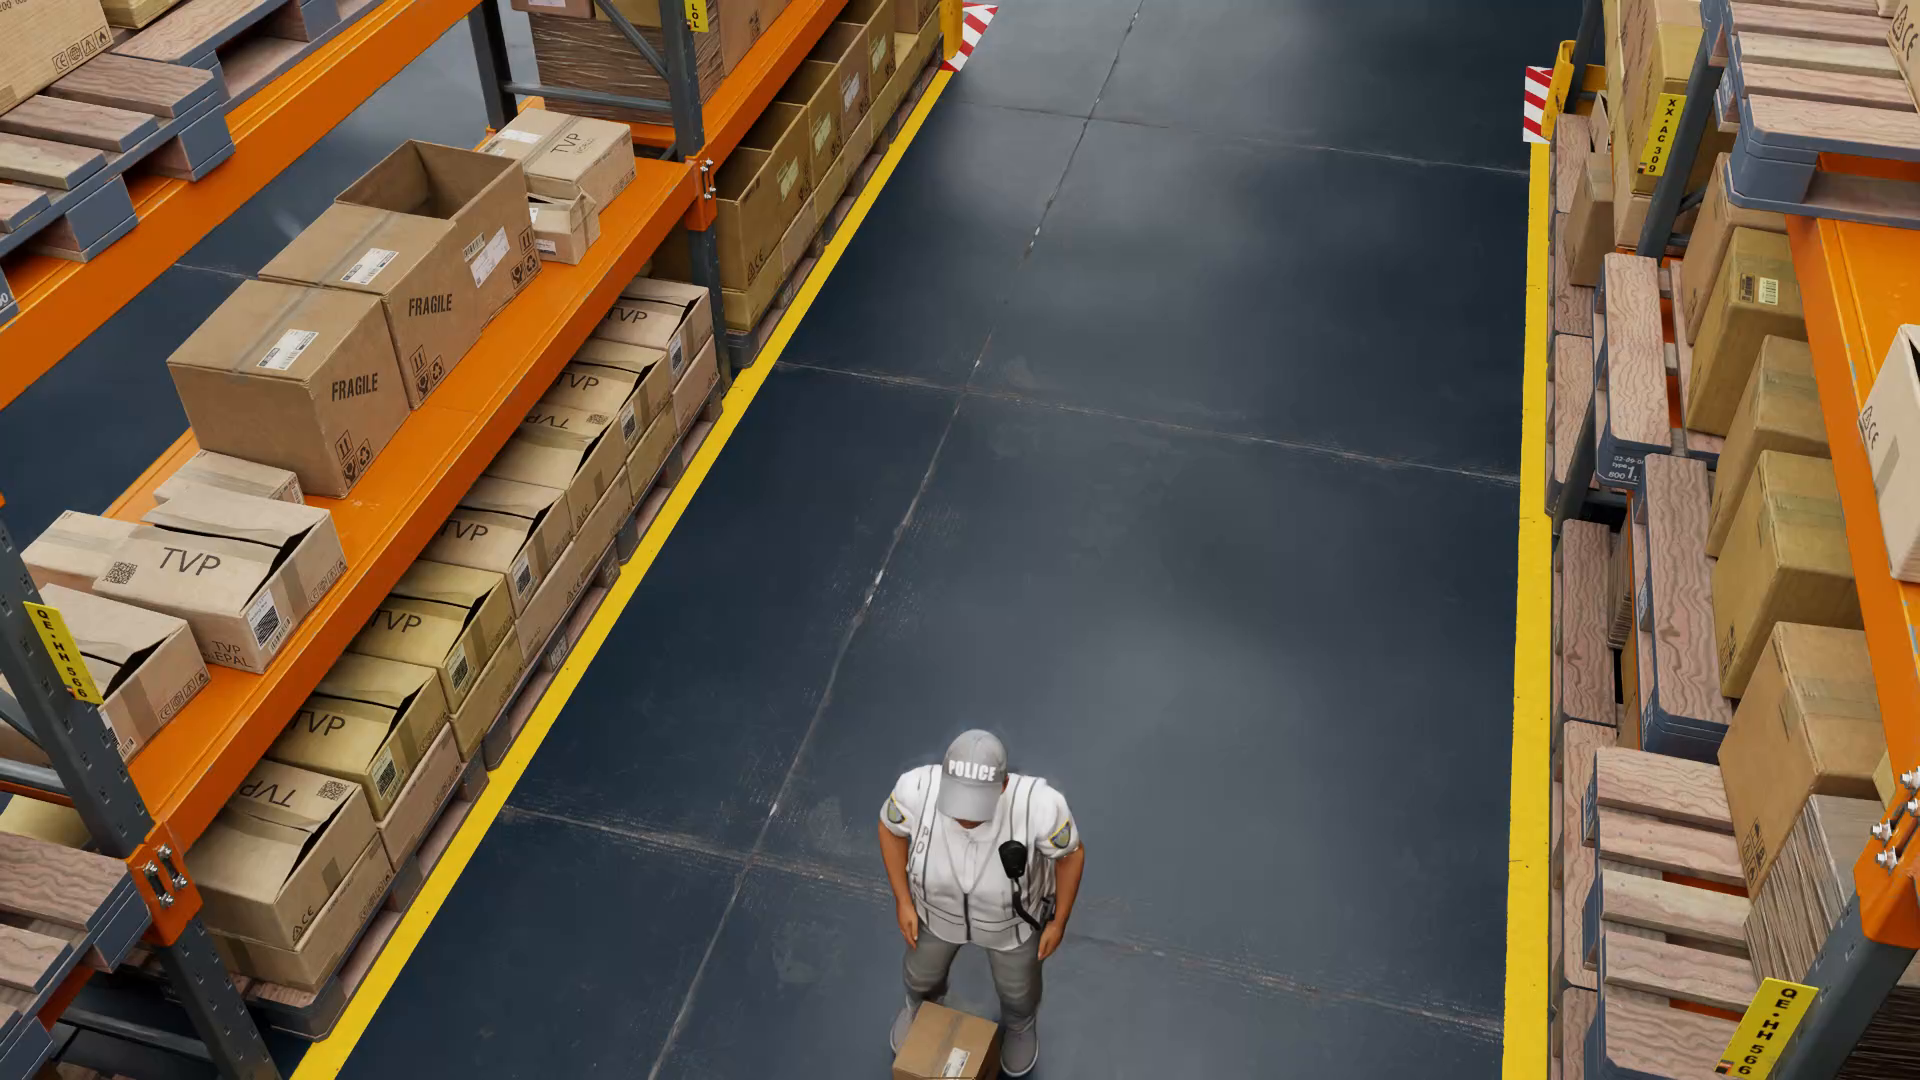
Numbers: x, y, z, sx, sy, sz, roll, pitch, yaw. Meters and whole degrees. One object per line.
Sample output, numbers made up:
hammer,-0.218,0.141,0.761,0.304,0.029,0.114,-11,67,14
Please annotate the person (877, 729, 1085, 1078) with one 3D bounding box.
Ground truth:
person,0.049,1.092,4.928,0.606,1.635,0.512,9,42,10
